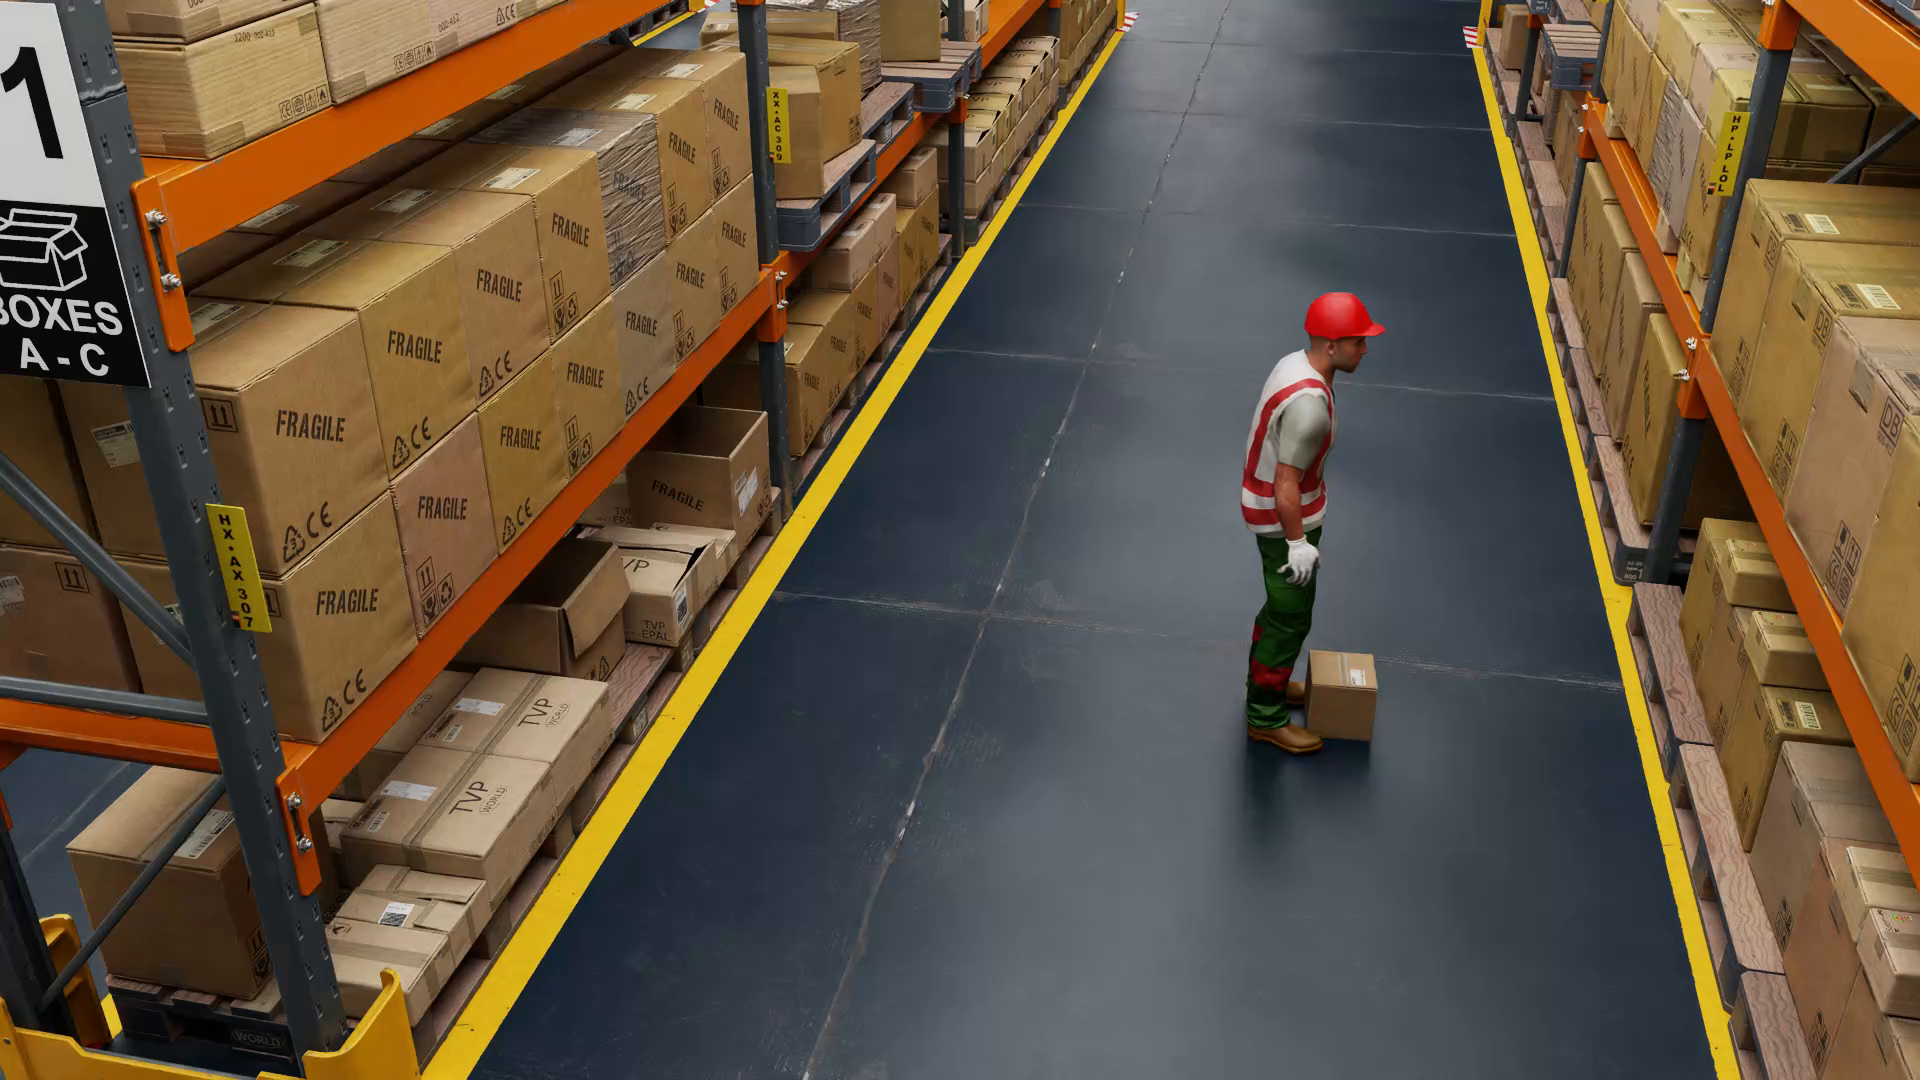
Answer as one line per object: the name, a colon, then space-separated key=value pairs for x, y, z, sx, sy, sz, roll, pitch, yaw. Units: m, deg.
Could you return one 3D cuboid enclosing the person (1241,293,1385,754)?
person: x=1.275 y=-0.077 z=6.250 sx=0.450 sy=1.779 sz=0.608 roll=6 pitch=29 yaw=11
